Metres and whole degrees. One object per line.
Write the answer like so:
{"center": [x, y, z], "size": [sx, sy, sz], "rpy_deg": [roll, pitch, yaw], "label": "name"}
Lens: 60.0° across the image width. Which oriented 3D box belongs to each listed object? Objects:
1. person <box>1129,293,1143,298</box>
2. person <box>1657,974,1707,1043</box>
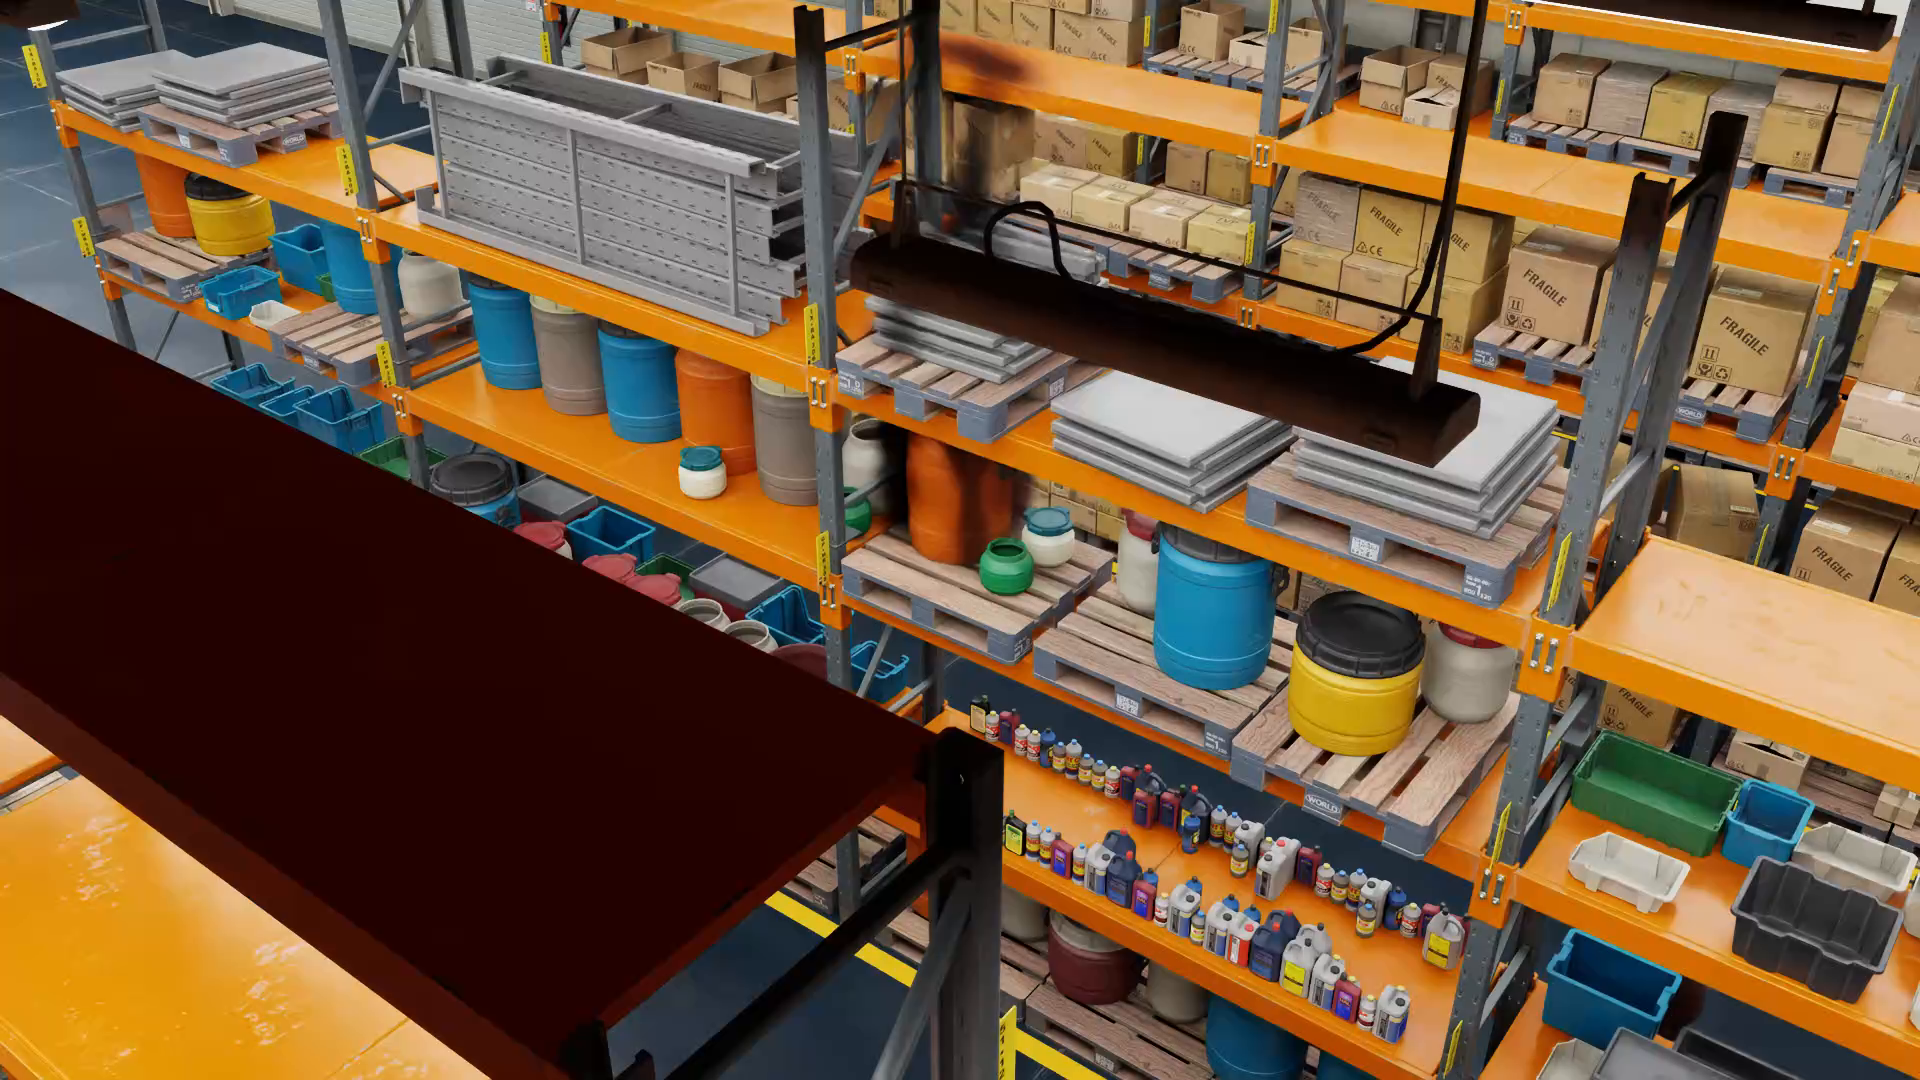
{"center": [1.721, -1.695, 16.509], "size": [0.589, 1.609, 0.562], "rpy_deg": [16, 35, 24], "label": "person"}
{"center": [4.128, 2.475, 9.507], "size": [0.962, 1.784, 0.716], "rpy_deg": [21, 37, 30], "label": "person"}
